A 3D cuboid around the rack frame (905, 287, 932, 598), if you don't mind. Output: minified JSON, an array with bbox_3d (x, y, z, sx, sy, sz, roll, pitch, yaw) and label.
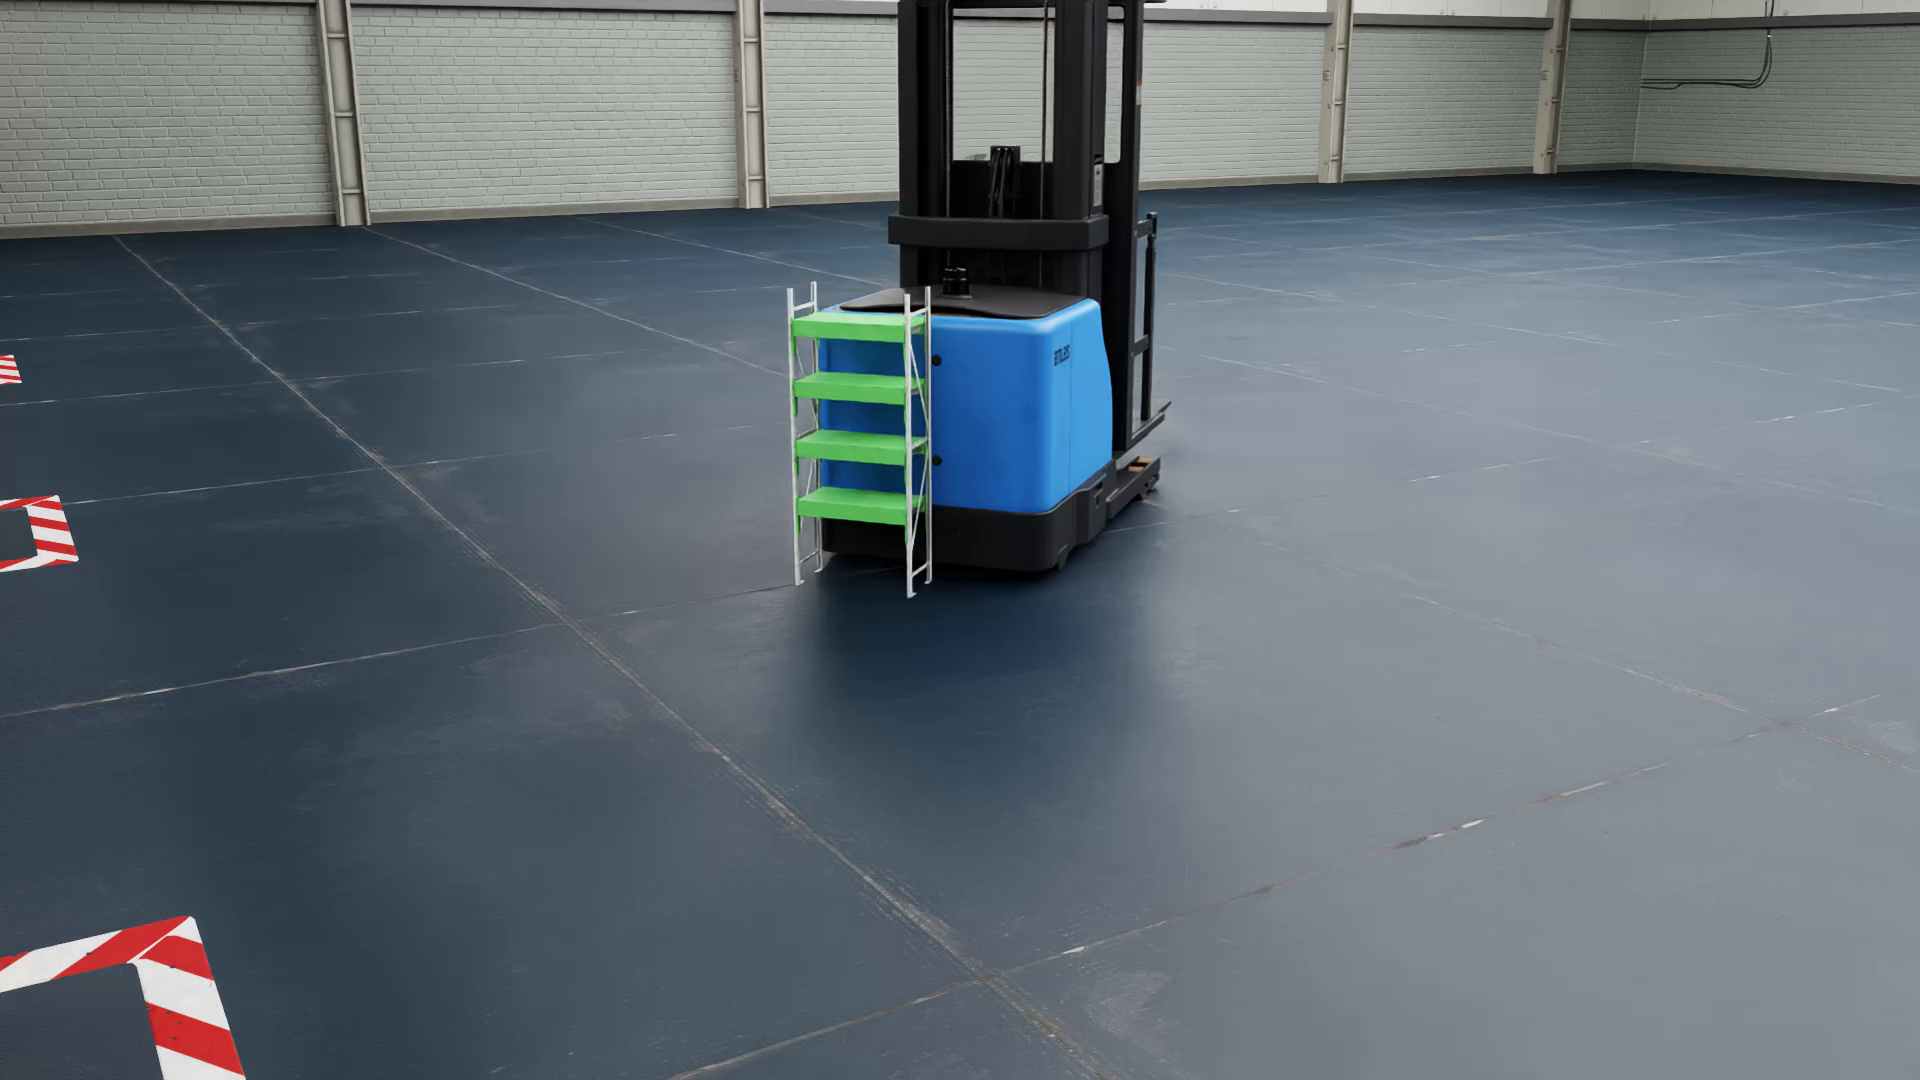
[{"bbox_3d":[-0.162,-0.378,6.537,0.015,1.200,0.240,6,17,19],"label":"rack frame"}]

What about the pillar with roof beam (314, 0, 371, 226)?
[{"bbox_3d":[-6.131,-7.678,18.129,0.400,9.000,9.100,-9,18,-30],"label":"pillar with roof beam"}]

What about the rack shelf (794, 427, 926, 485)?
[{"bbox_3d":[-0.391,-0.339,6.633,0.480,0.148,0.258,6,17,19],"label":"rack shelf"}]

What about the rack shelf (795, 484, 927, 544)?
[{"bbox_3d":[-0.391,-0.108,6.698,0.480,0.148,0.258,6,17,19],"label":"rack shelf"}]

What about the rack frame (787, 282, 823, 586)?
[{"bbox_3d":[-0.621,-0.423,6.696,0.015,1.200,0.240,6,17,19],"label":"rack frame"}]

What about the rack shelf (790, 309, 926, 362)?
[{"bbox_3d":[-0.391,-0.801,6.504,0.480,0.148,0.258,6,17,19],"label":"rack shelf"}]

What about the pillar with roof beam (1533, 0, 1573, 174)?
[{"bbox_3d":[14.441,-11.014,30.030,0.400,9.000,9.100,-9,18,-30],"label":"pillar with roof beam"}]

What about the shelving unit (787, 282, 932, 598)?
[{"bbox_3d":[-0.391,-0.401,6.616,0.503,1.200,0.258,6,17,19],"label":"shelving unit"}]

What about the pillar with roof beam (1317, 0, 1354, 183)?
[{"bbox_3d":[9.298,-10.180,27.055,0.400,9.000,9.100,-9,18,-30],"label":"pillar with roof beam"}]

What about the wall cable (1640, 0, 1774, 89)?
[{"bbox_3d":[15.431,-10.619,34.372,0.112,2.526,3.097,-9,18,-30],"label":"wall cable"}]

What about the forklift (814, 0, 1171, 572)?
[{"bbox_3d":[0.362,-1.638,7.824,1.130,2.935,3.031,6,17,19],"label":"forklift"}]

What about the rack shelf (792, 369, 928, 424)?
[{"bbox_3d":[-0.391,-0.570,6.569,0.480,0.148,0.258,6,17,19],"label":"rack shelf"}]

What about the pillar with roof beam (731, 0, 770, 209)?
[{"bbox_3d":[-0.988,-8.512,21.104,0.400,9.000,9.100,-9,18,-30],"label":"pillar with roof beam"}]
